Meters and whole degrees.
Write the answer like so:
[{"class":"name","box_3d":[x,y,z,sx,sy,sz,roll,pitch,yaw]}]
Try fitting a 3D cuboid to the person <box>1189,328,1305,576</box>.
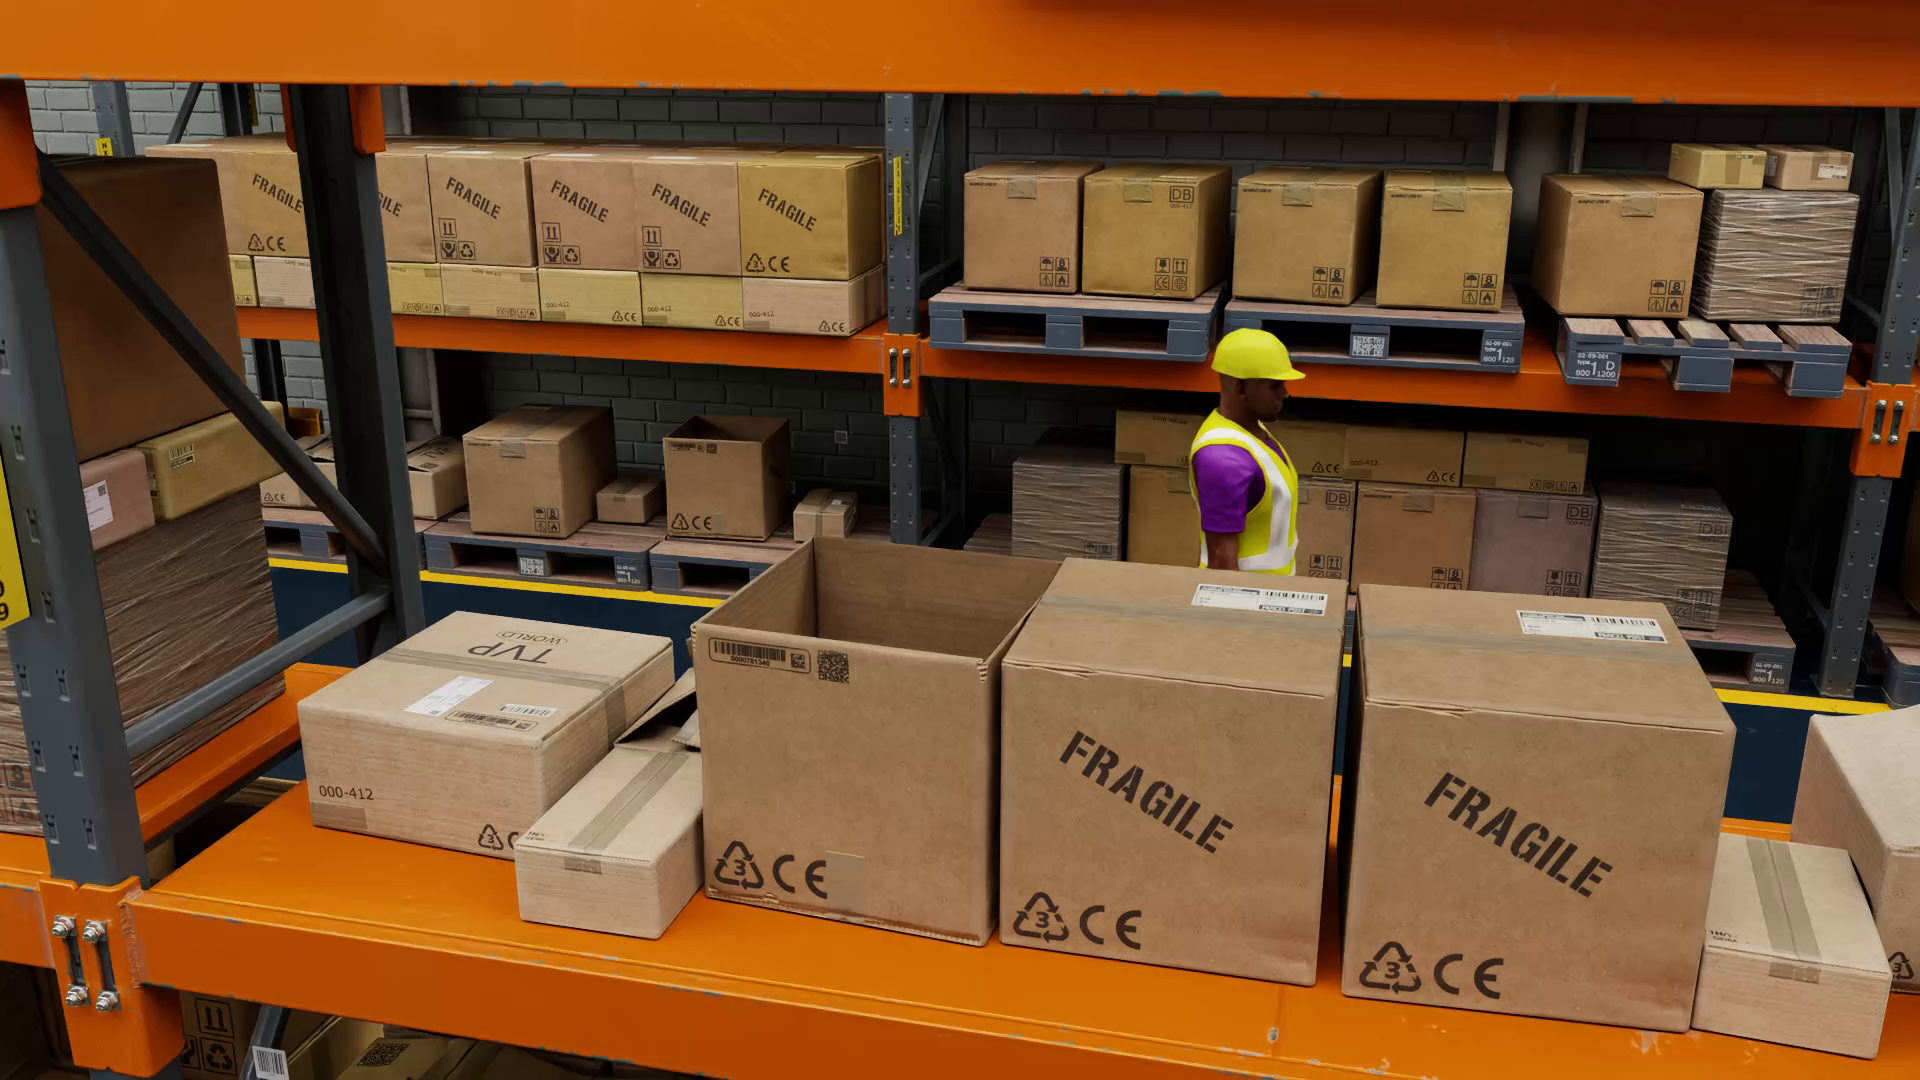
[{"class":"person","box_3d":[0.979,0.191,5.428,0.620,1.768,0.576,5,19,14]}]
